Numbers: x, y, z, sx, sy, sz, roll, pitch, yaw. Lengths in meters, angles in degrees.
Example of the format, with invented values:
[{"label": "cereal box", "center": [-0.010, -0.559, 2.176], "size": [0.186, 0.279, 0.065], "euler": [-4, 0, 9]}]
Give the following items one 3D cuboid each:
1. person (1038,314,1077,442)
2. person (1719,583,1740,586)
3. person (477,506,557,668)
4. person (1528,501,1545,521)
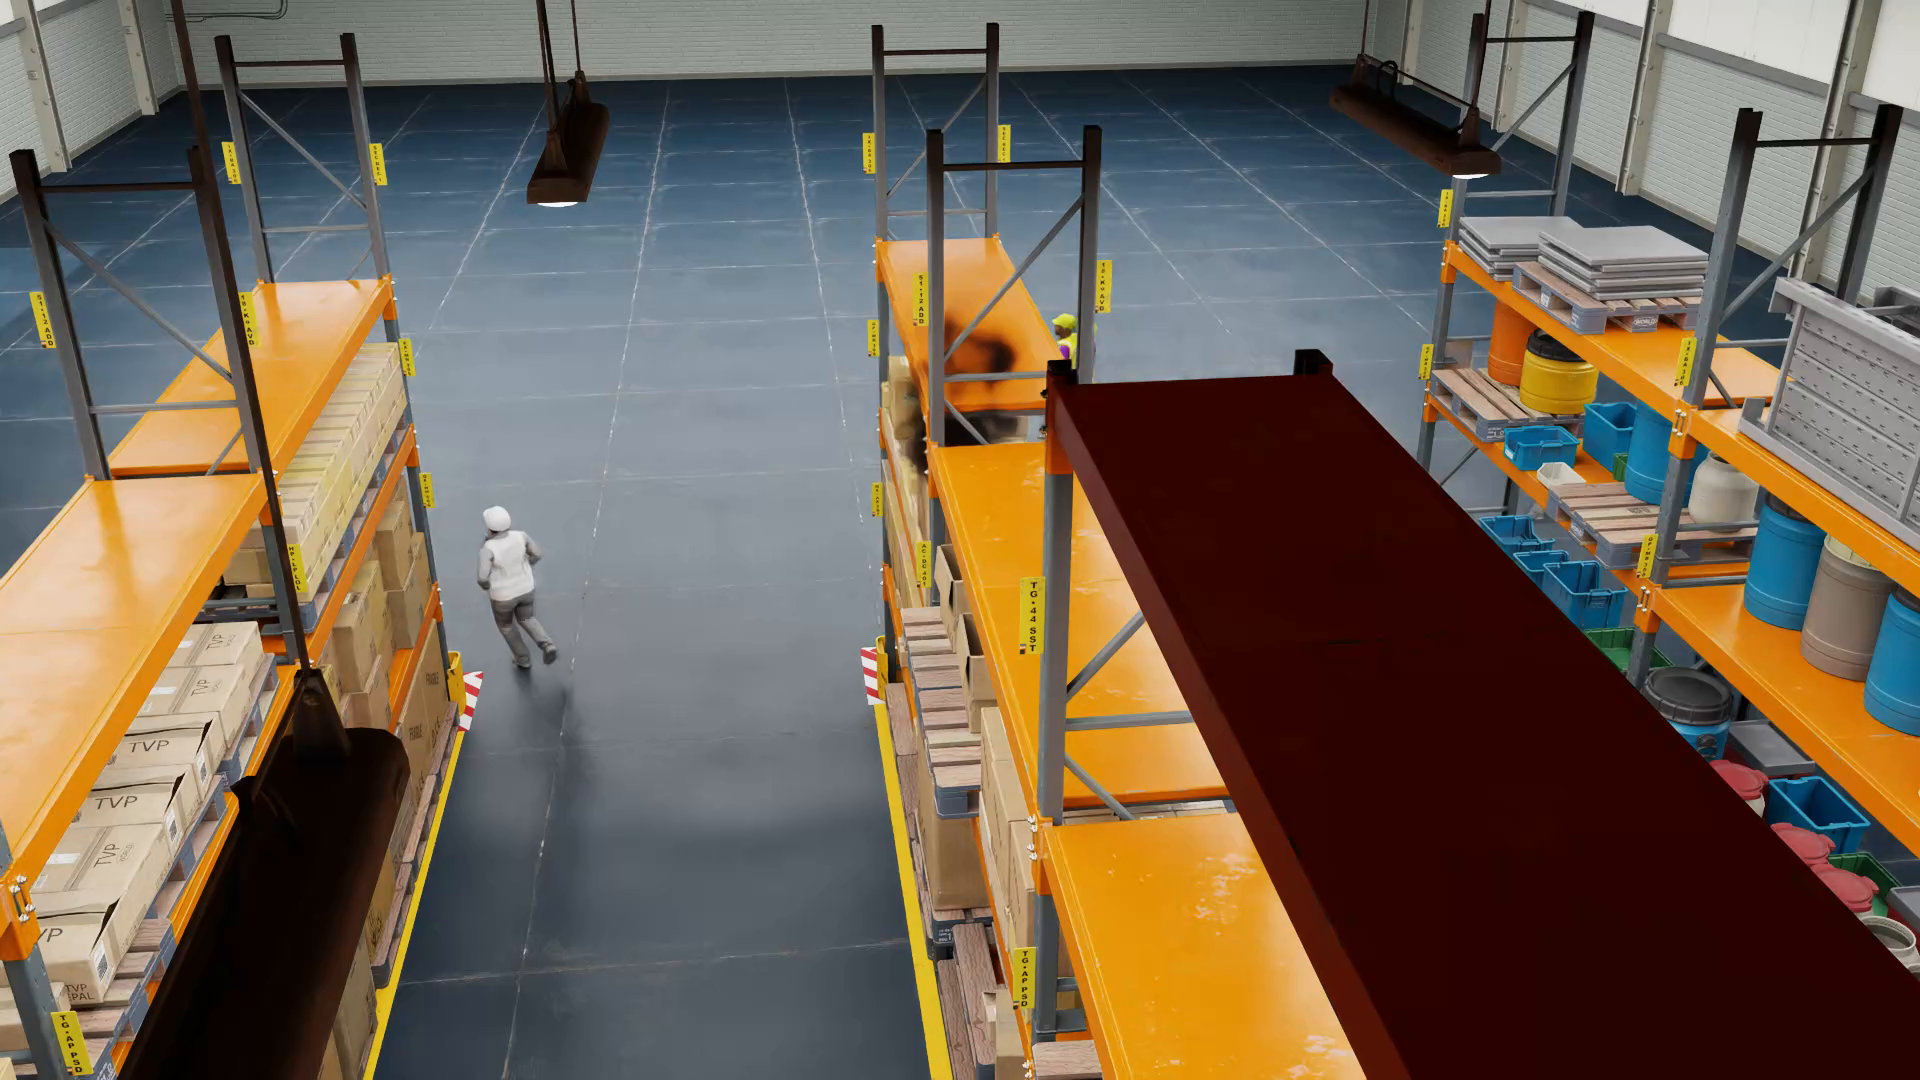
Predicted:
[{"label": "person", "center": [1.277, -1.903, 20.428], "size": [0.820, 1.821, 0.677], "euler": [5, 26, 11]}, {"label": "person", "center": [6.656, 0.953, 14.633], "size": [0.463, 1.636, 0.674], "euler": [-8, 27, -15]}, {"label": "person", "center": [-4.169, 0.494, 15.488], "size": [0.678, 1.742, 0.678], "euler": [-21, 32, -37]}, {"label": "person", "center": [6.840, -0.914, 18.560], "size": [0.953, 1.684, 0.575], "euler": [7, 26, 14]}]
